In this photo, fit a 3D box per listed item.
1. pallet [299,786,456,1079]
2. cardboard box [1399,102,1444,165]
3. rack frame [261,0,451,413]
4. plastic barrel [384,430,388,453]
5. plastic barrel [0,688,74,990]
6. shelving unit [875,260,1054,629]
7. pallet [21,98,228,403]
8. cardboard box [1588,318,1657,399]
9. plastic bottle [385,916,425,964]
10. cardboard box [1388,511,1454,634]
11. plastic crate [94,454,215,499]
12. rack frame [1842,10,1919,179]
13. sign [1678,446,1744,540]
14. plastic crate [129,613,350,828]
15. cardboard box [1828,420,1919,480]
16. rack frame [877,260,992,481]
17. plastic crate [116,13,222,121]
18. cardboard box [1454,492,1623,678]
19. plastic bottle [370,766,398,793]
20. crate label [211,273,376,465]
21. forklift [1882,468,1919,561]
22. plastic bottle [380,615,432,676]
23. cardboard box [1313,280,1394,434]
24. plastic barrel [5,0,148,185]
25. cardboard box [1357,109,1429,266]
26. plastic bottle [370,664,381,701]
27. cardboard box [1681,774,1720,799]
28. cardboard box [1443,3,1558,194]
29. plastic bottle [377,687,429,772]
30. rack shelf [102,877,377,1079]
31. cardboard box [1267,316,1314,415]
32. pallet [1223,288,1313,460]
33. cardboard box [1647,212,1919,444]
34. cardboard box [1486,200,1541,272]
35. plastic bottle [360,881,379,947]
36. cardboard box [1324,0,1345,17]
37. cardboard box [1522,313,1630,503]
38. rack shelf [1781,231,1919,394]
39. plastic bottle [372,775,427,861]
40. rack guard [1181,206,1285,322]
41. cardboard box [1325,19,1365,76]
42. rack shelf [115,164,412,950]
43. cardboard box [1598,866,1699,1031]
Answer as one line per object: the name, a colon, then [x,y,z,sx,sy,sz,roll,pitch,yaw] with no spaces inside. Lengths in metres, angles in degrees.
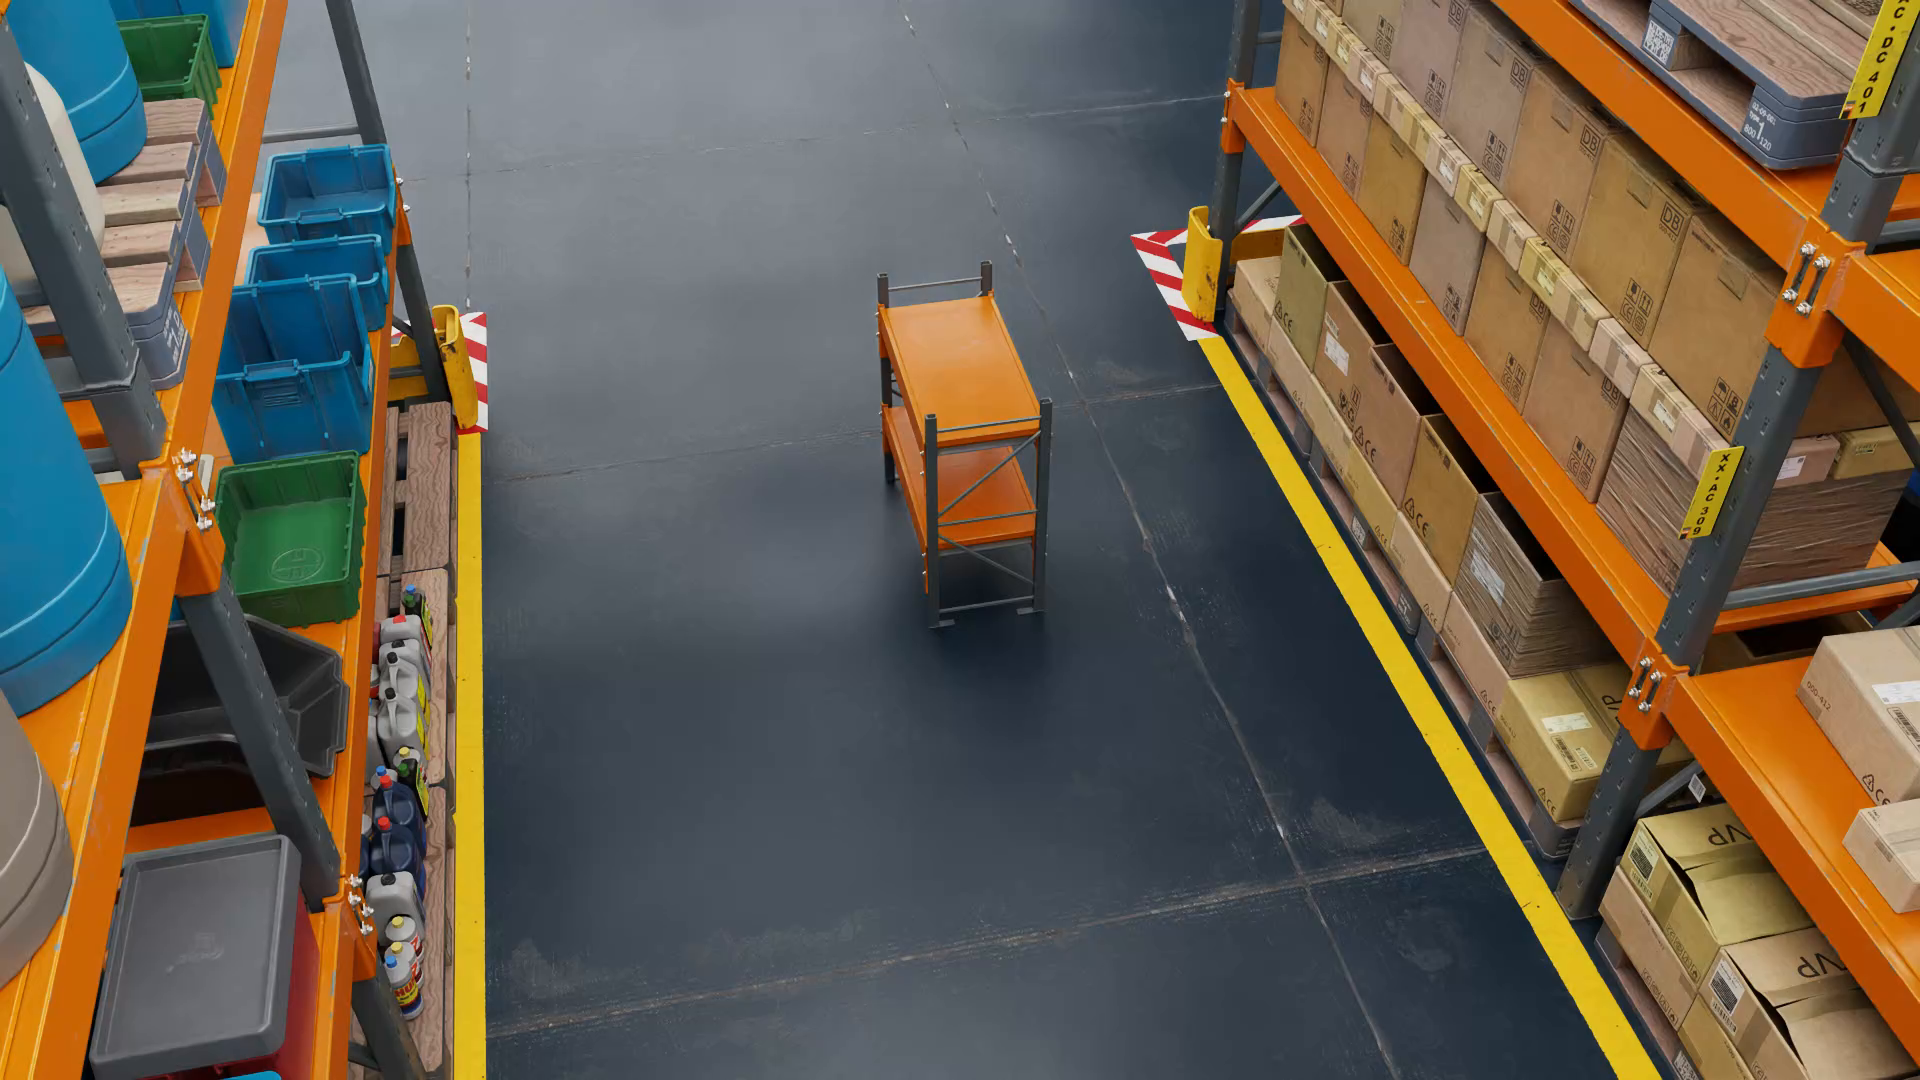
pallet: [-2.275,1.451,5.738,1.003,0.211,1.213,-8,42,-9]
cardboard box: [1.958,-1.611,6.523,0.380,0.149,0.250,-9,42,-10]
rack frame: [-3.034,-1.743,7.236,1.000,3.000,0.127,-8,42,-9]
plastic barrel: [-2.817,-0.554,7.454,0.421,0.512,0.421,0,42,0]
plastic barrel: [-1.708,0.263,2.339,0.600,0.901,0.600,0,42,0]
shelving unit: [0.001,-0.416,7.153,0.538,1.125,1.048,-8,42,-9]
pallet: [-2.422,-0.655,3.893,1.213,0.211,1.003,-8,42,-9]
cardboard box: [2.288,-0.613,5.399,0.380,0.149,0.250,-10,42,-11]
plastic bottle: [-1.855,1.331,5.550,0.097,0.201,0.097,0,42,0]
cardboard box: [2.133,0.097,6.918,0.500,0.250,0.500,-8,42,-9]
plastic crate: [-2.768,-0.068,5.547,0.530,0.136,0.437,-8,42,-9]
rack frame: [2.667,-2.101,3.120,1.000,3.000,0.127,-8,42,-9]
sign: [2.125,-0.130,4.707,0.100,0.325,0.005,-8,42,-9]
plastic crate: [-2.159,0.515,4.738,0.767,0.338,0.504,-8,42,-9]
cardboard box: [2.798,-0.340,5.091,0.380,0.149,0.250,-8,42,-9]
rack frame: [-0.108,-0.746,7.525,0.500,1.125,0.032,-8,42,-9]
plastic crate: [-2.245,-1.255,4.586,0.336,0.188,0.450,-8,42,-9]
cardboard box: [2.257,0.138,6.307,0.500,0.500,0.500,-8,42,-9]
plastic bottle: [-2.049,0.911,5.970,0.097,0.271,0.097,0,42,0]
crate label: [-2.373,-0.602,5.924,0.502,0.435,0.616,-8,42,-9]
forklift: [4.866,-0.632,6.036,1.130,2.935,3.031,-9,42,-10]
plastic bottle: [-2.182,0.406,6.535,0.152,0.276,0.135,-8,42,-9]
cardboard box: [1.932,-0.834,7.402,0.500,0.500,0.500,-8,42,-9]
plastic barrel: [-2.281,-1.277,3.757,0.600,0.901,0.708,-8,42,-9]
cardboard box: [2.111,-1.521,6.910,0.700,0.500,0.500,-8,42,-9]
plastic bottle: [-2.270,0.554,6.425,0.097,0.201,0.097,0,42,0]
cardboard box: [2.863,0.670,6.273,0.500,0.250,0.500,-8,42,-9]
cardboard box: [2.240,-1.643,6.070,0.700,0.500,0.500,-8,42,-9]
plastic bottle: [-2.072,0.695,6.153,0.144,0.351,0.185,-9,42,-10]
rack shelf: [-1.739,2.415,3.093,1.077,0.370,4.000,-8,42,-9]
cardboard box: [1.813,-0.876,8.014,0.500,0.250,0.500,-8,42,-9]
pallet: [2.009,-0.918,8.407,1.003,0.211,1.213,-8,42,-9]
cardboard box: [2.565,-0.667,4.971,0.700,0.500,0.500,-8,42,-9]
cardboard box: [2.126,-1.106,5.955,0.380,0.149,0.250,-7,42,-8]
plastic bottle: [-2.012,1.242,5.588,0.061,0.283,0.133,-8,42,-9]
cardboard box: [1.903,-2.634,7.187,0.700,0.500,0.500,-8,42,-9]
cardboard box: [2.445,-0.523,5.786,0.700,0.500,0.500,-9,42,-10]
rack shelf: [3.098,0.586,2.894,1.077,0.370,4.000,-8,42,-9]
plastic bottle: [-1.980,0.971,5.843,0.144,0.351,0.185,-10,43,-11]
rack guard: [1.798,-1.531,8.880,1.175,0.500,0.348,-8,42,-9]
cardboard box: [1.790,-2.113,7.088,0.380,0.149,0.250,-8,42,-9]
rack shelf: [-2.602,-0.178,6.014,1.077,0.370,4.000,-8,42,-9]
cardboard box: [2.512,1.311,5.551,0.500,0.250,0.500,-9,42,-10]
